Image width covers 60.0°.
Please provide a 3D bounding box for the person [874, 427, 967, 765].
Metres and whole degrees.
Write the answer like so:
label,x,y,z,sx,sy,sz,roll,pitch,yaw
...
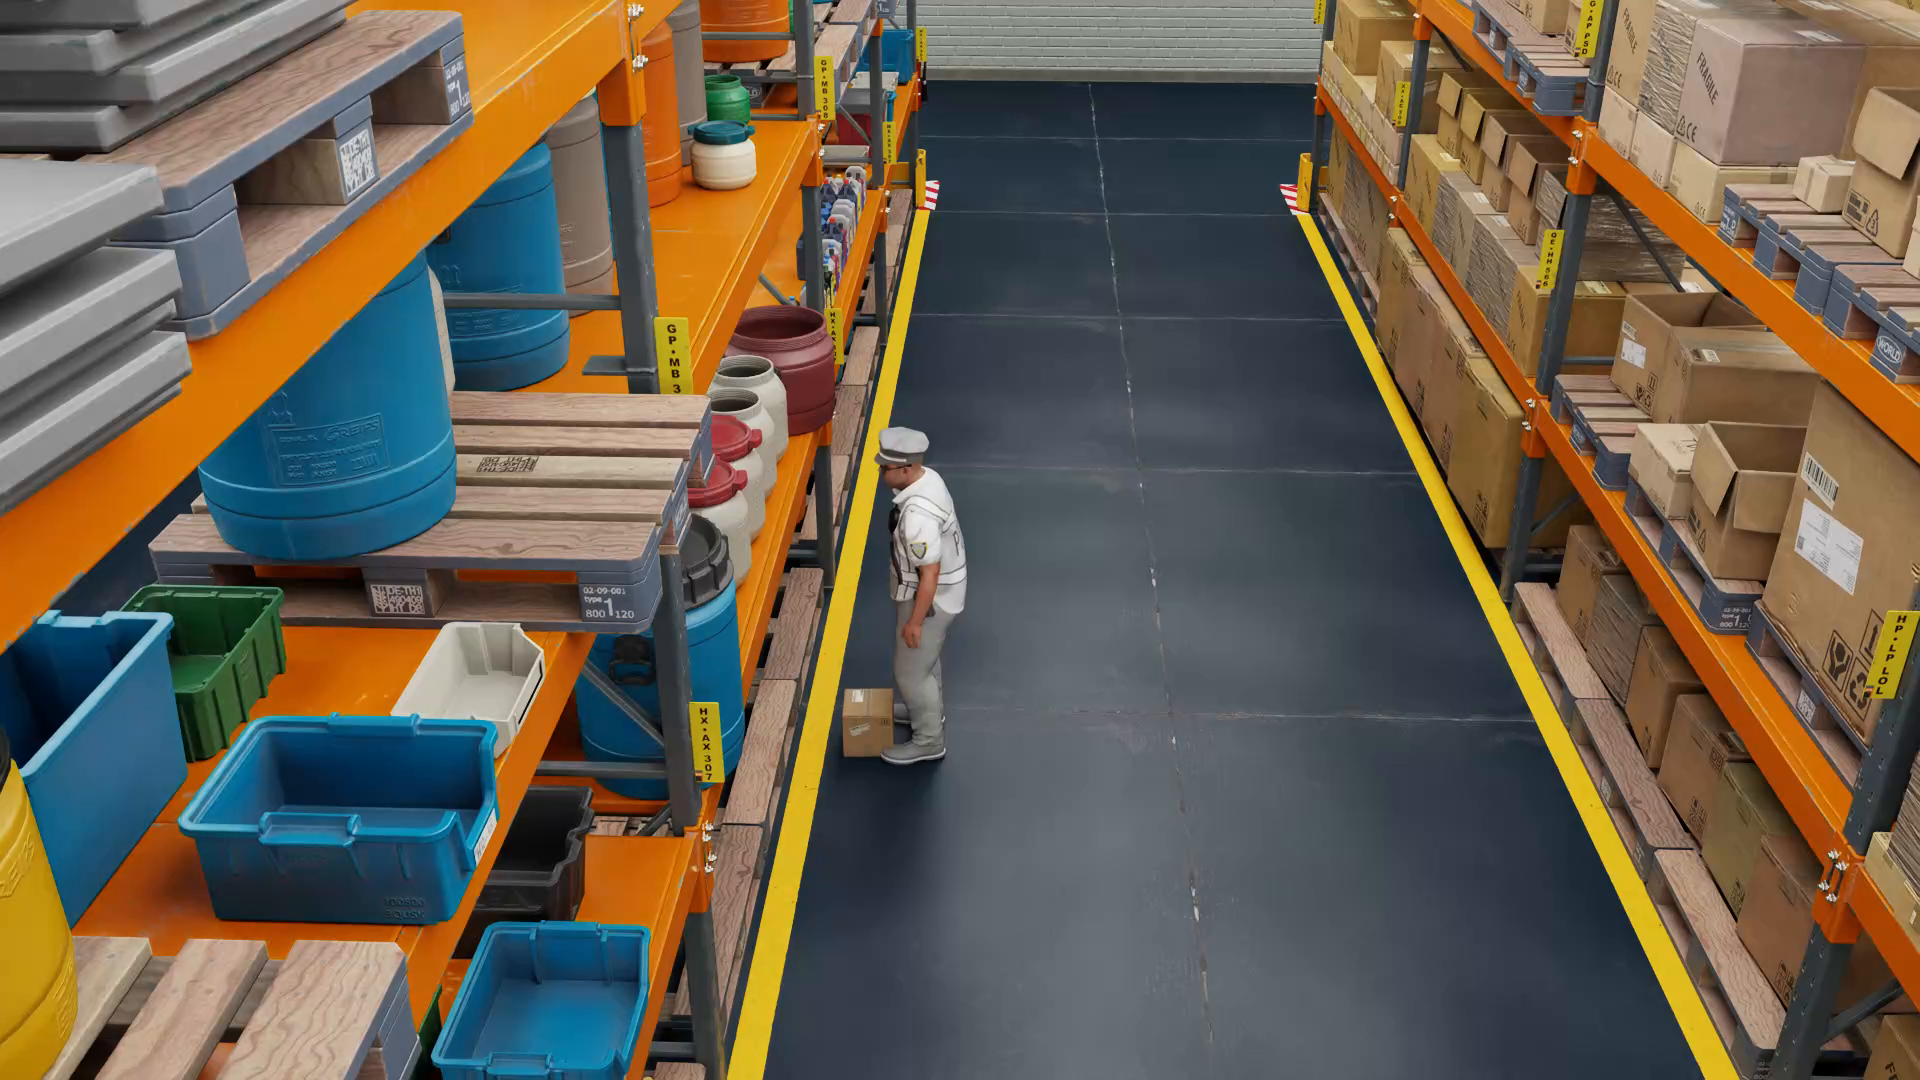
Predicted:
label,x,y,z,sx,sy,sz,roll,pitch,yaw
person,-0.187,0.266,8.107,0.434,1.749,0.606,-1,28,-1
